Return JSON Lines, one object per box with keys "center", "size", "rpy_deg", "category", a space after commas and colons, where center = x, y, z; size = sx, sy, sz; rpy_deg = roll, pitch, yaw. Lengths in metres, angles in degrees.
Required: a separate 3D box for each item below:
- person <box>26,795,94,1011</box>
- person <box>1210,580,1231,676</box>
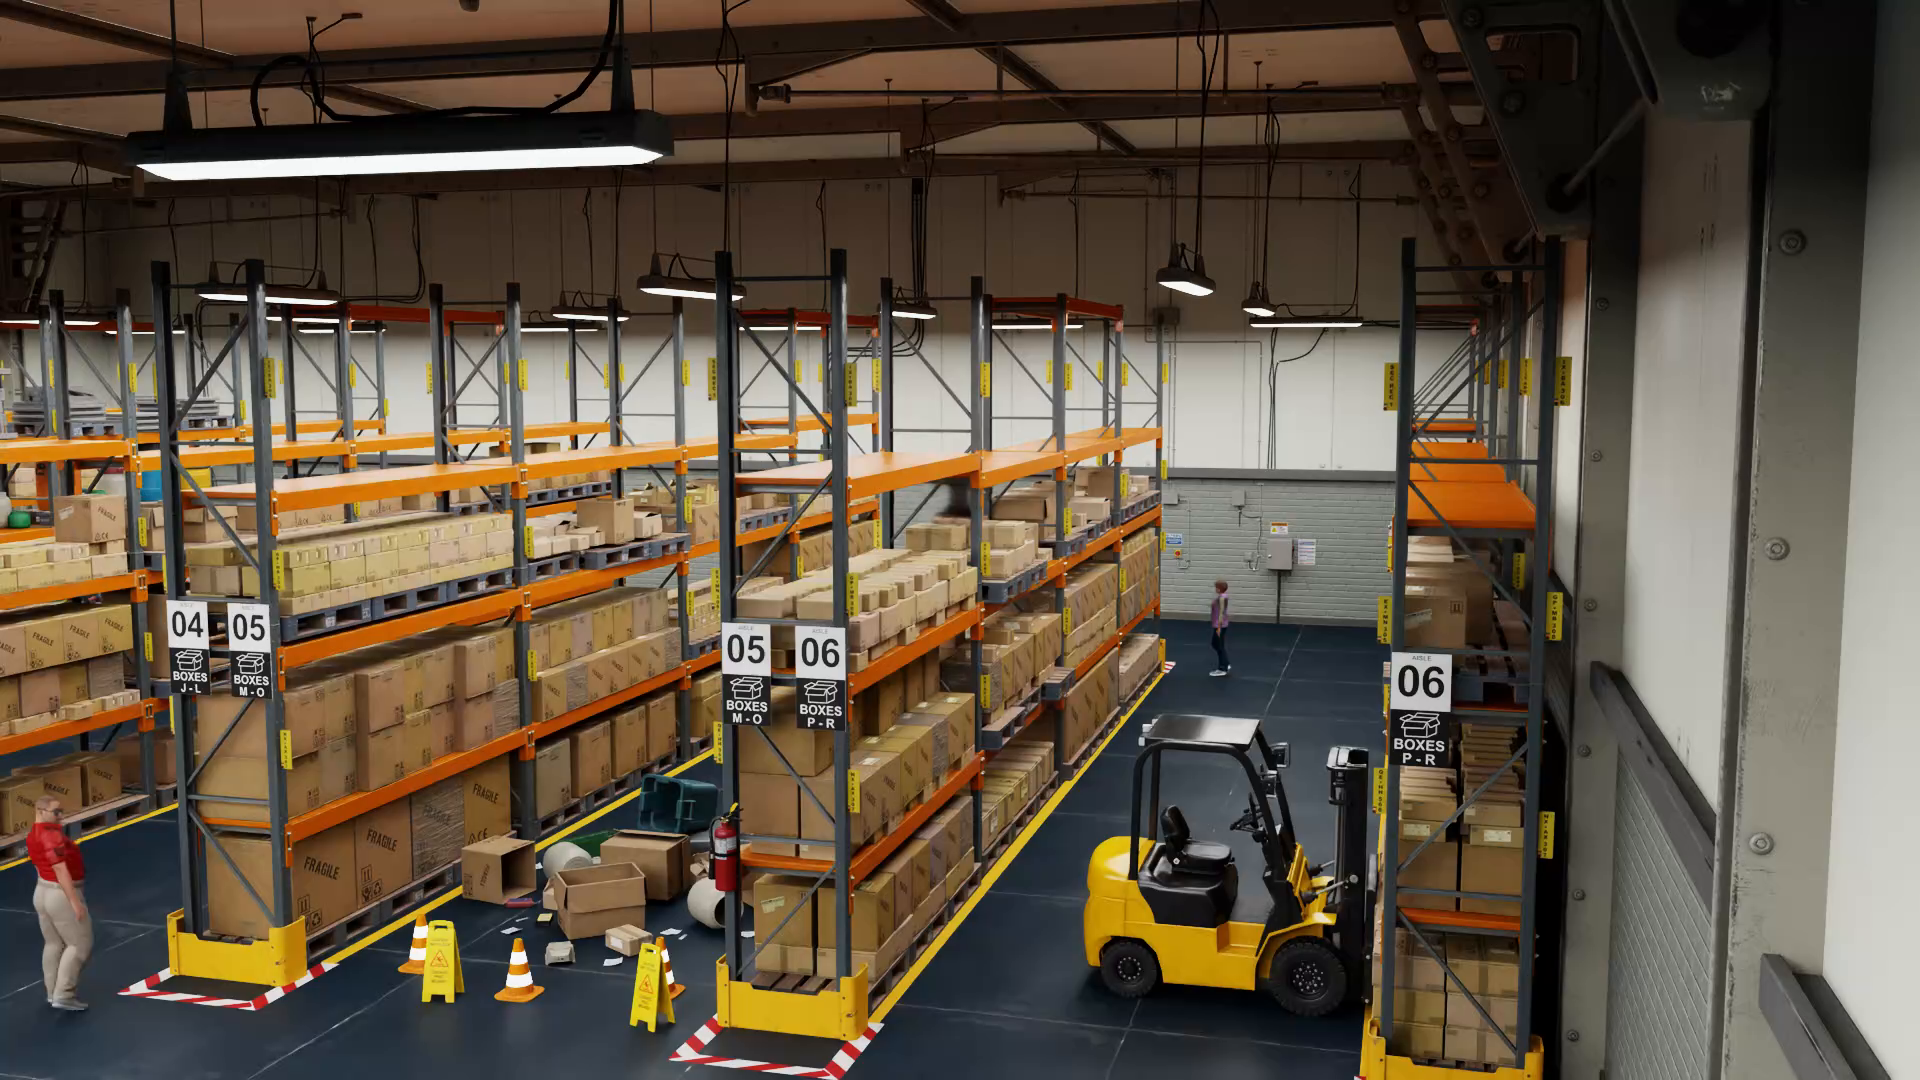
{"center": [-7.207, 2.921, 13.352], "size": [0.648, 1.766, 0.387], "rpy_deg": [4, 7, 36], "category": "person"}
{"center": [4.327, 1.448, 27.610], "size": [0.332, 1.602, 0.454], "rpy_deg": [2, 6, 14], "category": "person"}
